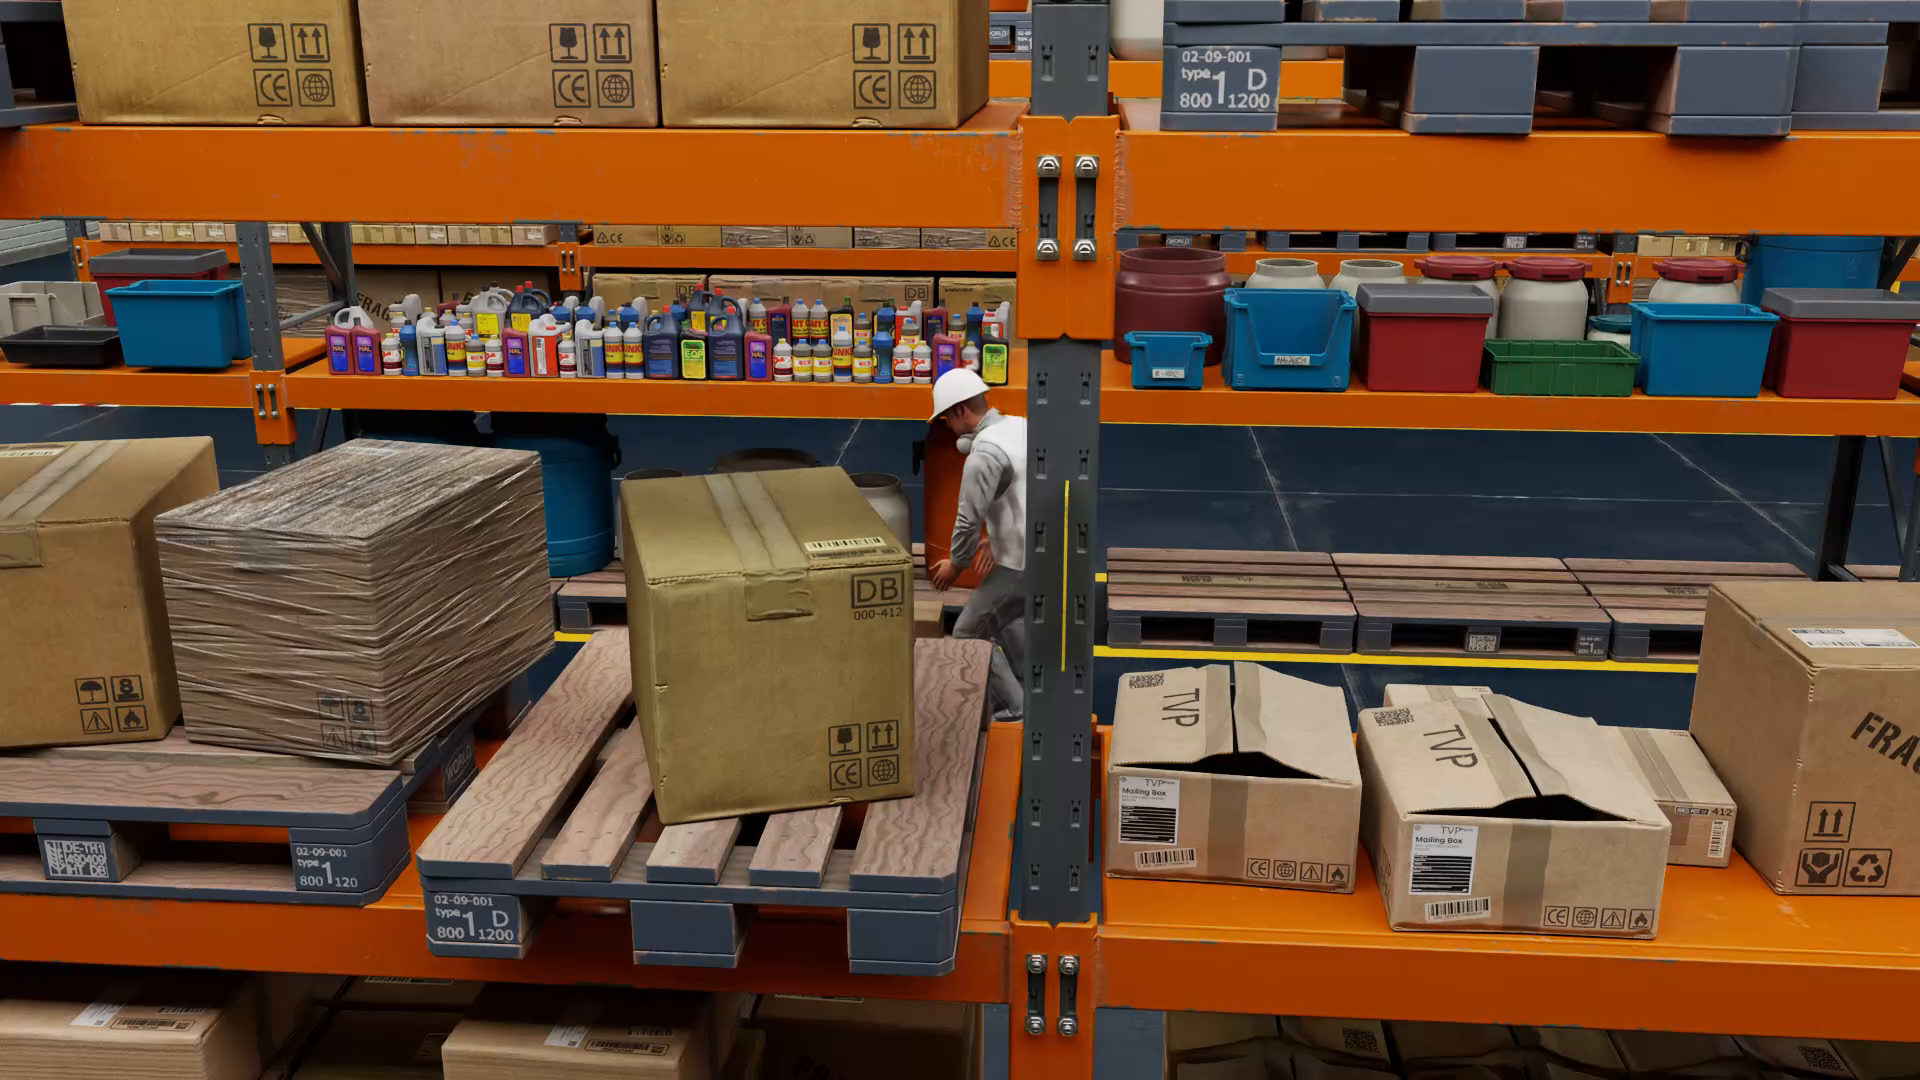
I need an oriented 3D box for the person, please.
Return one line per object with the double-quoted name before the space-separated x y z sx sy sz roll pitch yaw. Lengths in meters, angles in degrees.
"person" 0.177 0.060 7.146 0.649 1.584 0.586 8 19 25
